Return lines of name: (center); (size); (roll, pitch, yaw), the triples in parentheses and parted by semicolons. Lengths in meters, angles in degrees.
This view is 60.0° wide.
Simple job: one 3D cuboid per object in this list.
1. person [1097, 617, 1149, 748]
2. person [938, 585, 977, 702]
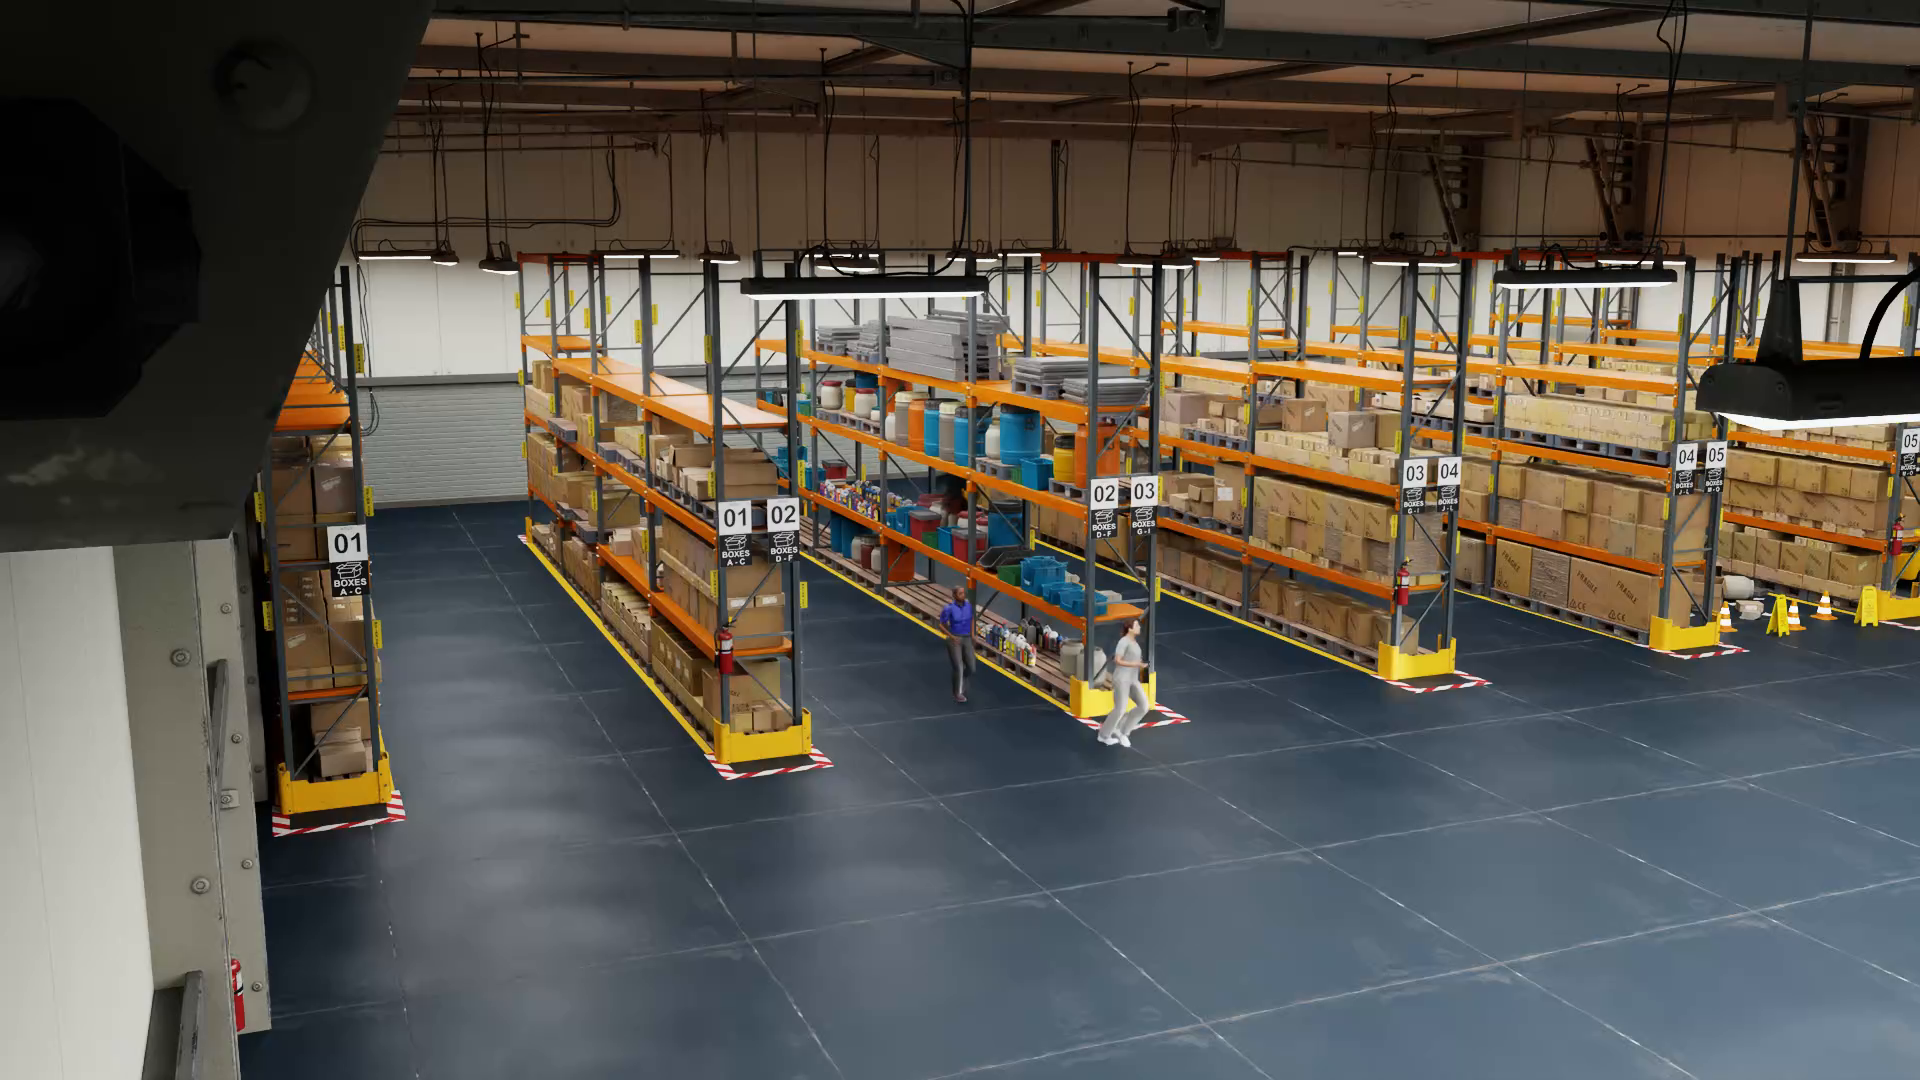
person: (2.120, 1.769, 20.872); (0.629, 1.640, 0.575); (8, 13, 36)
person: (-0.016, 1.413, 22.827); (0.594, 1.620, 0.535); (-6, 12, -28)
